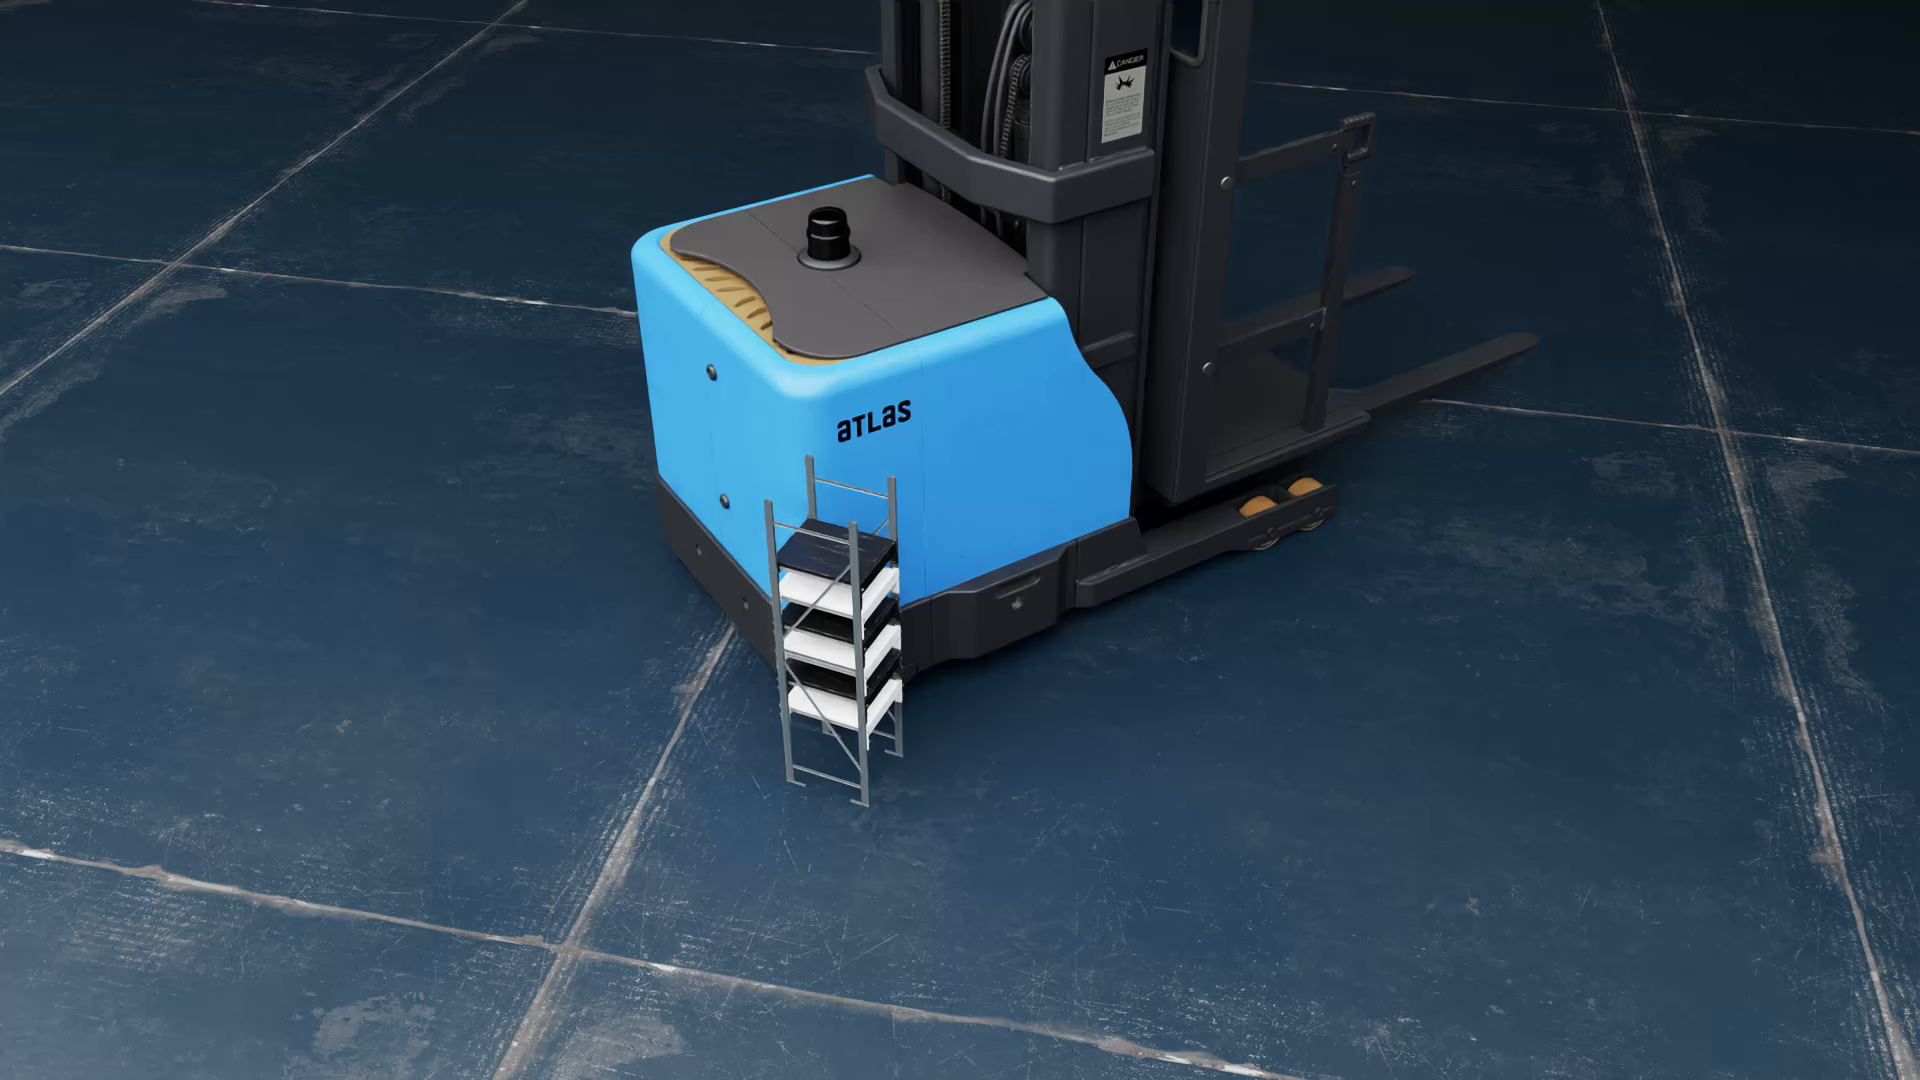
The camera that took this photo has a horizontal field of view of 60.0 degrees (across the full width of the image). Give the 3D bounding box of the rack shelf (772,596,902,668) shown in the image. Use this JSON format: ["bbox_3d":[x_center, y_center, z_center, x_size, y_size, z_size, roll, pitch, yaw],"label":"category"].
[{"bbox_3d":[-0.303,0.197,4.115,0.258,0.077,0.200,14,38,19],"label":"rack shelf"}]

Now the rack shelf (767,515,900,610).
[{"bbox_3d":[-0.303,0.051,4.009,0.258,0.077,0.200,14,38,19],"label":"rack shelf"}]

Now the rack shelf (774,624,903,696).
[{"bbox_3d":[-0.303,0.270,4.168,0.258,0.077,0.200,14,38,19],"label":"rack shelf"}]

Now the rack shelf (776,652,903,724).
[{"bbox_3d":[-0.303,0.343,4.220,0.258,0.077,0.200,14,38,19],"label":"rack shelf"}]

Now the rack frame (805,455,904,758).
[{"bbox_3d":[-0.262,0.188,4.223,0.240,0.900,0.006,14,38,19],"label":"rack frame"}]

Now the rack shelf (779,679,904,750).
[{"bbox_3d":[-0.303,0.416,4.273,0.258,0.077,0.200,14,38,19],"label":"rack shelf"}]

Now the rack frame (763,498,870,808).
[{"bbox_3d":[-0.344,0.298,4.073,0.240,0.900,0.006,14,38,19],"label":"rack frame"}]

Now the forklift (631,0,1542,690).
[{"bbox_3d":[0.593,-1.395,4.678,3.031,2.935,1.130,-21,41,-26],"label":"forklift"}]

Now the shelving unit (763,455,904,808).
[{"bbox_3d":[-0.303,0.243,4.148,0.258,0.900,0.210,14,38,19],"label":"shelving unit"}]

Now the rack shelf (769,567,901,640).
[{"bbox_3d":[-0.303,0.124,4.062,0.258,0.077,0.200,14,38,19],"label":"rack shelf"}]
